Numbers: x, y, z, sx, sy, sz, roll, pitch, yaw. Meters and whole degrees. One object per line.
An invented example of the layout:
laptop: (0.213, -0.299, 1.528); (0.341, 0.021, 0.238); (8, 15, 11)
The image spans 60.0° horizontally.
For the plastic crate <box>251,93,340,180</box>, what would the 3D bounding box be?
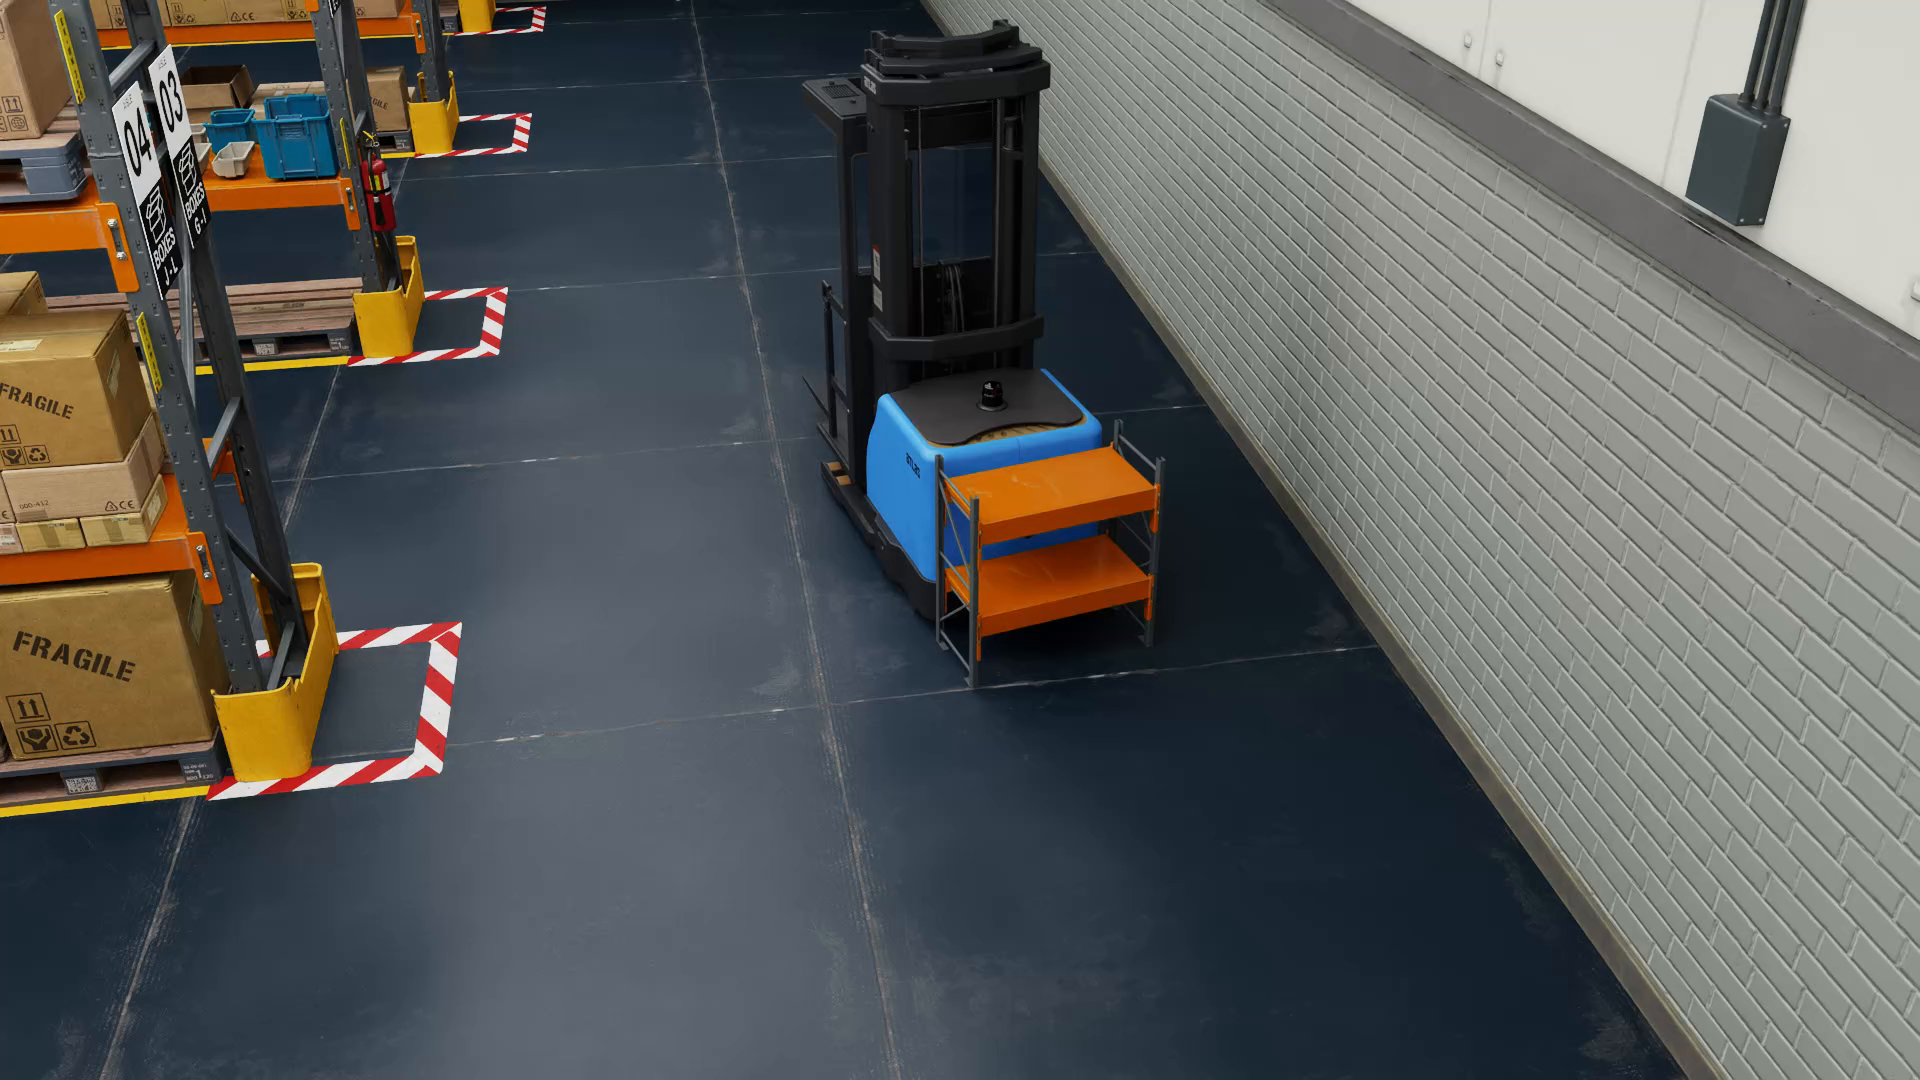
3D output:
plastic crate: (-4.602, -2.826, 11.617); (0.499, 0.435, 0.616); (-5, 31, -9)

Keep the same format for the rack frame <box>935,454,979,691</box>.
rack frame: (-0.018, 0.170, 8.465); (0.032, 1.125, 0.500); (-12, 33, -19)

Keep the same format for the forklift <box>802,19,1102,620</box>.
forklift: (-0.224, -1.562, 9.629); (1.130, 2.935, 3.031); (-11, 32, -18)

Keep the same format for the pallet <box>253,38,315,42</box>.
pallet: (-8.060, -6.424, 20.581); (1.213, 0.211, 1.003); (-5, 31, -9)

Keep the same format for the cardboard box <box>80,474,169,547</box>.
cardboard box: (-3.705, -0.134, 7.381); (0.250, 0.149, 0.380); (-5, 31, -8)

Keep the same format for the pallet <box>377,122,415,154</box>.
pallet: (-6.053, -4.096, 16.622); (1.213, 0.211, 1.003); (-5, 31, -9)

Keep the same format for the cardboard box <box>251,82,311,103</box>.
cardboard box: (-6.764, -4.383, 16.638); (0.500, 0.250, 0.500); (-5, 31, -9)

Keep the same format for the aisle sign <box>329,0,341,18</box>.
aisle sign: (-4.182, -3.889, 10.955); (0.004, 0.787, 0.394); (-5, 31, -9)

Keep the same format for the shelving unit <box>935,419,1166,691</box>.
shelving unit: (0.451, 0.070, 8.634); (1.048, 1.125, 0.538); (-12, 33, -19)

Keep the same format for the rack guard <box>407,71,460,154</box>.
rack guard: (-5.269, -4.294, 16.674); (0.348, 0.500, 1.175); (-5, 31, -9)

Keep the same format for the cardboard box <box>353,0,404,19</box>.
cardboard box: (-5.586, -5.245, 15.726); (0.500, 0.500, 0.500); (-4, 31, -7)

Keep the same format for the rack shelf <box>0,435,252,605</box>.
rack shelf: (-5.381, 0.054, 7.523); (4.000, 0.370, 1.077); (-5, 31, -9)

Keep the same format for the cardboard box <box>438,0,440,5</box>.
cardboard box: (-6.761, -6.837, 20.585); (0.500, 0.500, 0.700); (-5, 31, -9)

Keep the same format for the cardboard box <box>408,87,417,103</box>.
cardboard box: (-5.668, -4.472, 16.889); (0.250, 0.149, 0.380); (-5, 31, -9)

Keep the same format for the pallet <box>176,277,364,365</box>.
pallet: (-5.124, -1.650, 12.463); (1.213, 0.211, 1.003); (-5, 31, -9)

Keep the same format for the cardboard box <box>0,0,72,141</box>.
cardboard box: (-3.916, -1.925, 6.608); (0.500, 0.500, 0.700); (-7, 31, -12)

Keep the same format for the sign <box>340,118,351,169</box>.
sign: (-4.191, -2.706, 11.346); (0.005, 0.325, 0.100); (-5, 31, -9)

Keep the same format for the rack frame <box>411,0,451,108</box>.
rack frame: (-5.194, -5.378, 16.052); (0.127, 3.000, 1.000); (-5, 31, -9)

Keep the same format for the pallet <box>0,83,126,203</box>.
pallet: (-4.142, -1.621, 6.789); (1.213, 0.211, 1.003); (-5, 31, -9)

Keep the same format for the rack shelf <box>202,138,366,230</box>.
rack shelf: (-6.273, -2.416, 11.723); (4.000, 0.370, 1.077); (-5, 31, -9)

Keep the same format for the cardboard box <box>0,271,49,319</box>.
cardboard box: (-4.426, -0.871, 7.501); (0.500, 0.500, 0.500); (-6, 31, -10)

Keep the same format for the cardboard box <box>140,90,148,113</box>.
cardboard box: (-7.882, -4.306, 16.446); (0.500, 0.311, 0.500); (-5, 31, -9)

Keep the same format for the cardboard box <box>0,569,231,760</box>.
cardboard box: (-4.029, 0.394, 7.916); (0.875, 0.875, 0.875); (-5, 31, -9)

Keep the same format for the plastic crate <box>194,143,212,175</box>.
plastic crate: (-5.363, -2.636, 11.590); (0.243, 0.136, 0.396); (-5, 31, -9)

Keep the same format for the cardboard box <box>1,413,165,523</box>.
cardboard box: (-3.843, -0.326, 7.314); (0.500, 0.250, 0.500); (-6, 31, -10)

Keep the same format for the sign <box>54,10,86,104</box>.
sign: (-3.330, -1.808, 6.224); (0.005, 0.325, 0.100); (-5, 31, -9)

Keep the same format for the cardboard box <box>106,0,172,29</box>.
cardboard box: (-7.583, -5.060, 15.411); (0.500, 0.500, 0.500); (-5, 31, -9)

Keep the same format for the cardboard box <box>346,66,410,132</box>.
cardboard box: (-5.685, -4.318, 16.281); (0.500, 0.500, 0.500); (-5, 31, -9)

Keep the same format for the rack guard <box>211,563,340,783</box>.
rack guard: (-3.390, 0.637, 8.289); (0.348, 0.500, 1.175); (-5, 31, -9)

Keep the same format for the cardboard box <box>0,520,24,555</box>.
cardboard box: (-4.208, -0.087, 7.301); (0.250, 0.149, 0.380); (-5, 31, -9)

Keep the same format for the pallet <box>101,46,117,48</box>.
pallet: (-10.770, -6.172, 20.154); (1.213, 0.211, 1.003); (-5, 31, -9)

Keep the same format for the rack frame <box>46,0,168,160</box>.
rack frame: (-3.414, -3.025, 6.131); (0.127, 3.000, 1.000); (-5, 31, -9)

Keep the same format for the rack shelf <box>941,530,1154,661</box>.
rack shelf: (0.451, 0.281, 8.759); (1.000, 0.278, 0.538); (-12, 33, -19)

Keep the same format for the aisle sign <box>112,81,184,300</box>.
aisle sign: (-3.289, -1.416, 6.749); (0.004, 0.787, 0.394); (-5, 31, -9)

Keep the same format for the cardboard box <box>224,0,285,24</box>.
cardboard box: (-6.587, -5.153, 15.570); (0.500, 0.500, 0.500); (-5, 31, -9)

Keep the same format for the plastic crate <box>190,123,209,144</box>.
plastic crate: (-5.606, -2.912, 12.059); (0.298, 0.136, 0.250); (-5, 31, -9)
